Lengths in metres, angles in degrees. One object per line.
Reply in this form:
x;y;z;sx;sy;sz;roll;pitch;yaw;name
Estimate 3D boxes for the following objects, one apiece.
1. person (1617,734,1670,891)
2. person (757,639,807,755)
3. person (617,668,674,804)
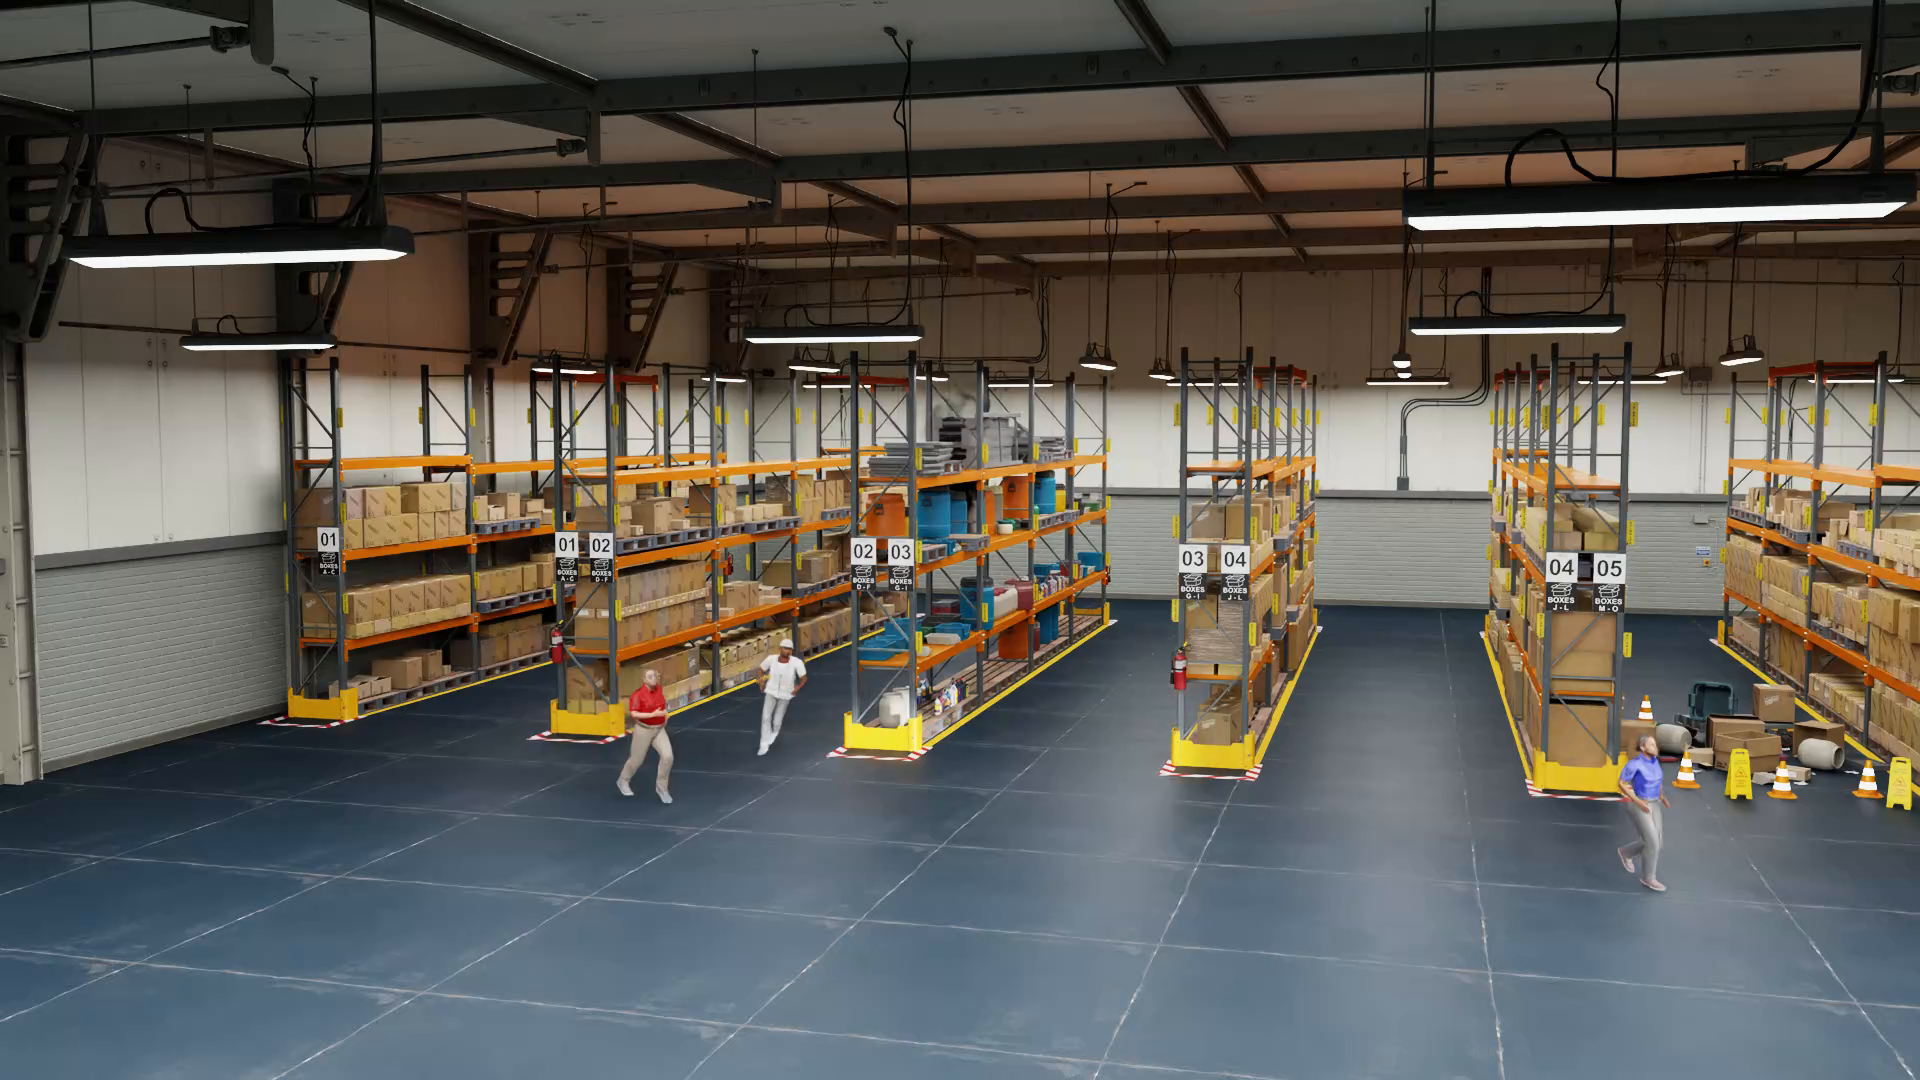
7.291;2.888;17.835;0.586;1.637;0.654;-3;5;-32;person
-2.681;2.338;25.055;0.742;1.729;0.786;0;4;-1;person
-4.082;2.556;21.763;0.925;1.787;0.672;4;6;43;person
